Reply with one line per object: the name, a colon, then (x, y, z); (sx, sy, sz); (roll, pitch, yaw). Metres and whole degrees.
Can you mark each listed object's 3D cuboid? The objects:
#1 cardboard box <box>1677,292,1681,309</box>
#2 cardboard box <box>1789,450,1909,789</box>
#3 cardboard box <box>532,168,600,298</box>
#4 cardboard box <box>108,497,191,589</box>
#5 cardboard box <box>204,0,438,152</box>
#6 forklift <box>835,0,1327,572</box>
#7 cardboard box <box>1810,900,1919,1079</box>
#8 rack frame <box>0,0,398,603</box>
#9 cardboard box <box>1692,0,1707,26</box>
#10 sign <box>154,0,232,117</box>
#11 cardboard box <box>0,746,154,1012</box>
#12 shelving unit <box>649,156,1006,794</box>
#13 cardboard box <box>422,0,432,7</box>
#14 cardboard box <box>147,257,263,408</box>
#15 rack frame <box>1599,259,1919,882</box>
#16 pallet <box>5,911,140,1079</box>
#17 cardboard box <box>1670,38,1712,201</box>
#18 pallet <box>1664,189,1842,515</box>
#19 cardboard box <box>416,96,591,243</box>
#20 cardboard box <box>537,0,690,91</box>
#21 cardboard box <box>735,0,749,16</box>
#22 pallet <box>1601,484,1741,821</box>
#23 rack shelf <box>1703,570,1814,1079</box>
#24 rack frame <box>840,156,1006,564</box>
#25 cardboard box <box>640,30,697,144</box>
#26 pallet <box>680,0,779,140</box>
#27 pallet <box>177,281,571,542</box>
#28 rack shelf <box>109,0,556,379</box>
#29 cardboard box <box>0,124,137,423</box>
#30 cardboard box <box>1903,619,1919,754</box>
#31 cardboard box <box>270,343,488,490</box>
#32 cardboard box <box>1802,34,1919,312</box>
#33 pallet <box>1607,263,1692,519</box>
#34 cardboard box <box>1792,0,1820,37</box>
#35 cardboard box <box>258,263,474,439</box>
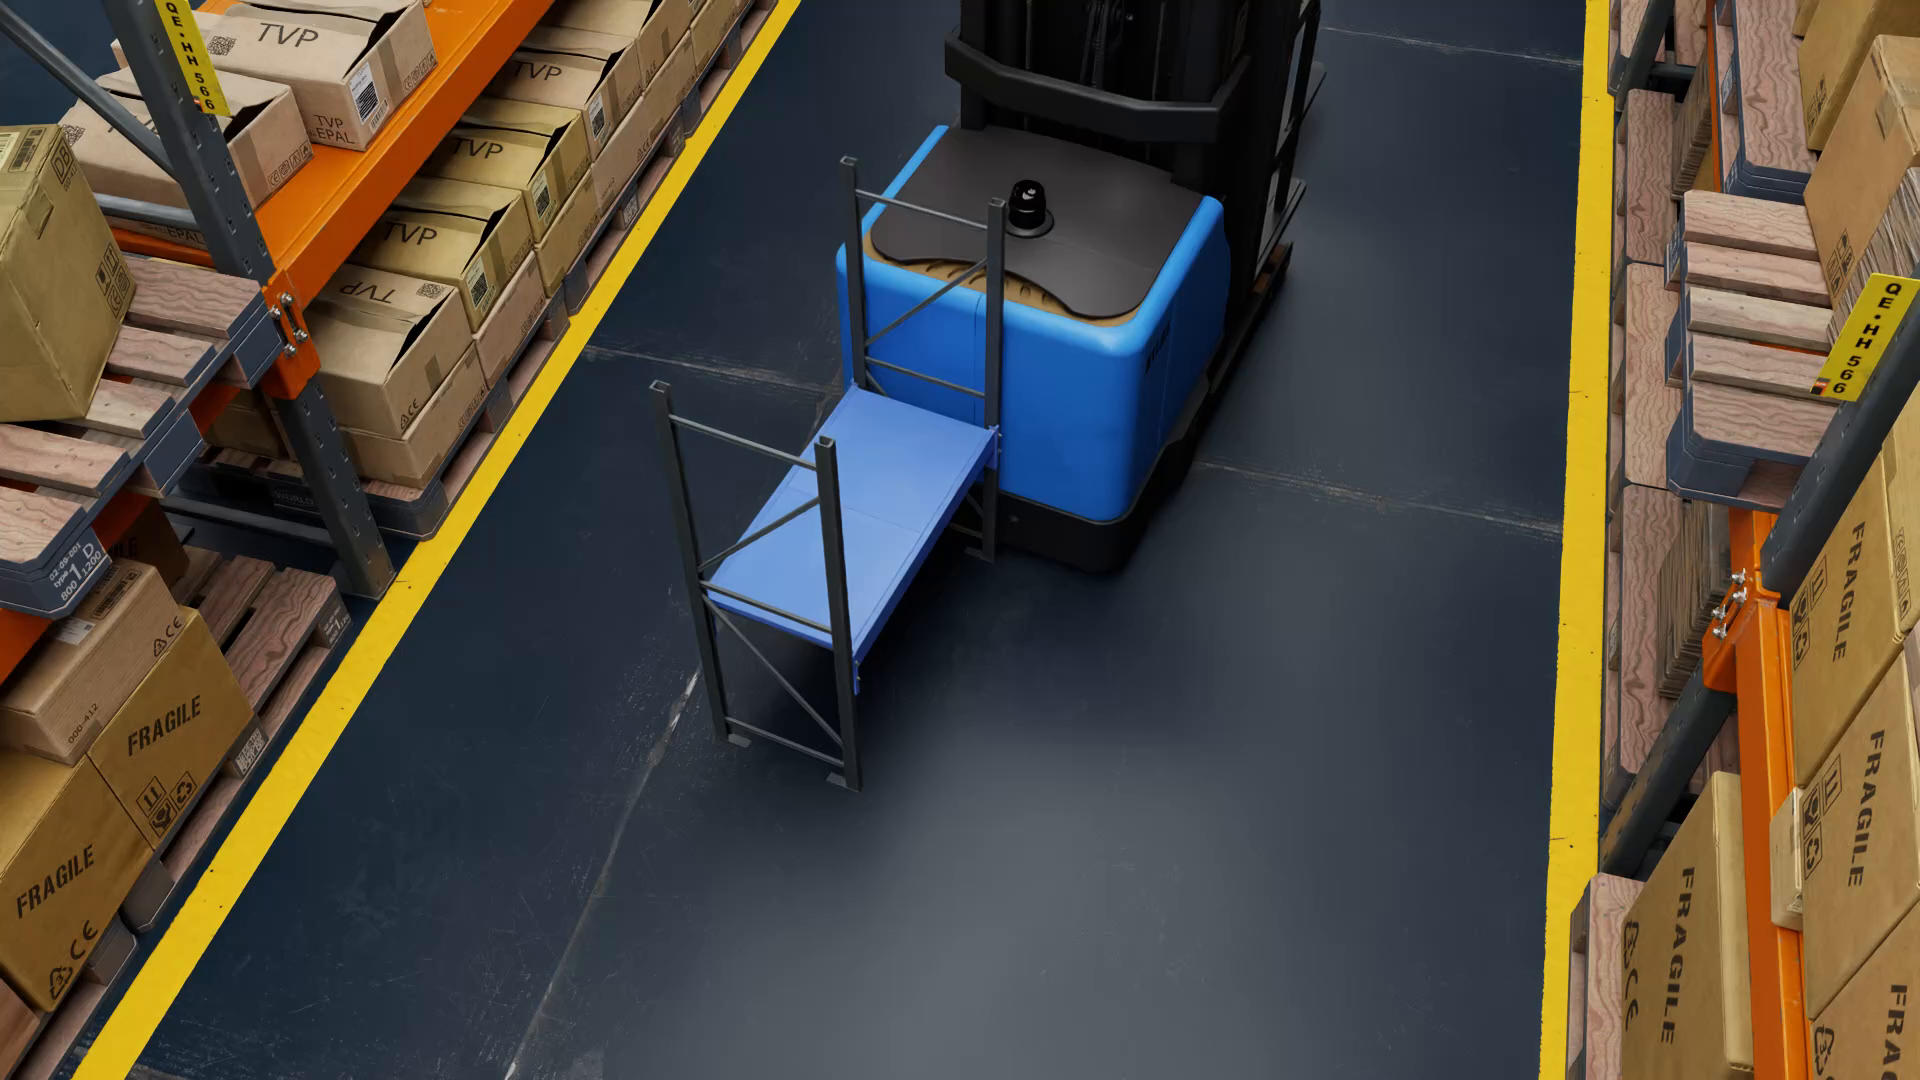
cardboard box: (2.987, -0.882, 5.902); (0.700, 0.500, 0.500); (12, 50, 10)
cardboard box: (1.998, 0.212, 3.284); (0.500, 0.500, 0.500); (13, 50, 11)
cardboard box: (-1.724, -1.217, 6.377); (0.500, 0.250, 0.500); (10, 49, 9)
cardboard box: (-2.803, 0.028, 5.098); (0.500, 0.500, 0.500); (13, 50, 12)
cardboard box: (-1.985, -1.505, 5.137); (0.500, 0.311, 0.500); (11, 49, 10)
forklift: (0.672, -1.984, 5.546); (1.130, 2.935, 3.031); (19, 51, 16)
cardboard box: (1.719, 0.947, 2.635); (0.500, 0.500, 0.500); (11, 50, 10)
rack frame: (-2.408, -0.926, 4.567); (1.000, 3.000, 0.127); (12, 50, 10)
cardboard box: (3.537, -2.445, 7.504); (0.380, 0.166, 0.250); (6, 49, 5)
sign: (-1.882, -1.183, 4.074); (0.100, 0.325, 0.005); (12, 50, 10)
cardboard box: (-2.564, 0.853, 4.371); (0.500, 0.500, 0.500); (10, 49, 9)
shelving unit: (-0.318, -0.157, 4.888); (0.538, 1.500, 1.048); (19, 51, 16)
cardboard box: (-1.982, -2.176, 5.603); (0.500, 0.500, 0.500); (9, 49, 8)
cardboard box: (-2.507, -0.768, 5.607); (0.500, 0.311, 0.500); (13, 50, 11)
rack frame: (2.372, 0.049, 3.706); (1.000, 3.000, 0.127); (12, 50, 10)
pallet: (-2.964, 1.409, 4.366); (1.003, 0.211, 1.213); (12, 50, 10)
cardboard box: (3.248, -1.627, 6.559); (0.700, 0.500, 0.500); (13, 50, 11)
pallet: (2.457, -0.424, 4.252); (1.213, 0.211, 1.003); (12, 50, 10)
cardboard box: (-1.720, -1.412, 6.175); (0.500, 0.311, 0.500); (10, 49, 9)
cardboard box: (-1.449, -2.146, 6.824); (0.500, 0.311, 0.500); (11, 50, 10)
cardboard box: (-1.184, -2.691, 7.678); (0.500, 0.250, 0.500); (11, 50, 10)
pallet: (2.580, 0.407, 5.250); (1.003, 0.211, 1.213); (12, 50, 10)
rack shelf: (1.846, 1.733, 2.699); (1.077, 0.370, 4.000); (12, 50, 10)
rack frame: (-0.107, -0.504, 5.194); (0.500, 1.500, 0.032); (19, 51, 16)
cardboard box: (-1.453, -1.956, 7.029); (0.500, 0.250, 0.500); (13, 50, 11)
pallet: (-1.511, -2.356, 7.689); (1.003, 0.211, 1.213); (12, 50, 10)
pallet: (-2.153, -0.591, 6.131); (1.003, 0.211, 1.213); (12, 50, 10)
rack shelf: (-1.881, -2.135, 6.113); (1.077, 0.370, 4.000); (12, 50, 10)
cardboard box: (-2.465, -0.620, 3.950); (0.700, 0.500, 0.500); (-3, 49, -3)
cardboard box: (1.864, 0.329, 2.680); (0.500, 0.250, 0.500); (11, 49, 10)
cardboard box: (-1.986, -0.476, 5.723); (0.500, 0.250, 0.500); (11, 50, 10)
cardboard box: (2.607, -0.881, 4.167); (0.700, 0.500, 0.500); (7, 49, 6)
pallet: (2.903, -0.473, 6.027); (1.003, 0.211, 1.213); (12, 50, 10)
cardboard box: (2.961, -1.777, 4.957); (0.700, 0.500, 0.500); (18, 51, 15)
cardboard box: (-1.986, -0.662, 5.513); (0.500, 0.311, 0.500); (13, 50, 11)
